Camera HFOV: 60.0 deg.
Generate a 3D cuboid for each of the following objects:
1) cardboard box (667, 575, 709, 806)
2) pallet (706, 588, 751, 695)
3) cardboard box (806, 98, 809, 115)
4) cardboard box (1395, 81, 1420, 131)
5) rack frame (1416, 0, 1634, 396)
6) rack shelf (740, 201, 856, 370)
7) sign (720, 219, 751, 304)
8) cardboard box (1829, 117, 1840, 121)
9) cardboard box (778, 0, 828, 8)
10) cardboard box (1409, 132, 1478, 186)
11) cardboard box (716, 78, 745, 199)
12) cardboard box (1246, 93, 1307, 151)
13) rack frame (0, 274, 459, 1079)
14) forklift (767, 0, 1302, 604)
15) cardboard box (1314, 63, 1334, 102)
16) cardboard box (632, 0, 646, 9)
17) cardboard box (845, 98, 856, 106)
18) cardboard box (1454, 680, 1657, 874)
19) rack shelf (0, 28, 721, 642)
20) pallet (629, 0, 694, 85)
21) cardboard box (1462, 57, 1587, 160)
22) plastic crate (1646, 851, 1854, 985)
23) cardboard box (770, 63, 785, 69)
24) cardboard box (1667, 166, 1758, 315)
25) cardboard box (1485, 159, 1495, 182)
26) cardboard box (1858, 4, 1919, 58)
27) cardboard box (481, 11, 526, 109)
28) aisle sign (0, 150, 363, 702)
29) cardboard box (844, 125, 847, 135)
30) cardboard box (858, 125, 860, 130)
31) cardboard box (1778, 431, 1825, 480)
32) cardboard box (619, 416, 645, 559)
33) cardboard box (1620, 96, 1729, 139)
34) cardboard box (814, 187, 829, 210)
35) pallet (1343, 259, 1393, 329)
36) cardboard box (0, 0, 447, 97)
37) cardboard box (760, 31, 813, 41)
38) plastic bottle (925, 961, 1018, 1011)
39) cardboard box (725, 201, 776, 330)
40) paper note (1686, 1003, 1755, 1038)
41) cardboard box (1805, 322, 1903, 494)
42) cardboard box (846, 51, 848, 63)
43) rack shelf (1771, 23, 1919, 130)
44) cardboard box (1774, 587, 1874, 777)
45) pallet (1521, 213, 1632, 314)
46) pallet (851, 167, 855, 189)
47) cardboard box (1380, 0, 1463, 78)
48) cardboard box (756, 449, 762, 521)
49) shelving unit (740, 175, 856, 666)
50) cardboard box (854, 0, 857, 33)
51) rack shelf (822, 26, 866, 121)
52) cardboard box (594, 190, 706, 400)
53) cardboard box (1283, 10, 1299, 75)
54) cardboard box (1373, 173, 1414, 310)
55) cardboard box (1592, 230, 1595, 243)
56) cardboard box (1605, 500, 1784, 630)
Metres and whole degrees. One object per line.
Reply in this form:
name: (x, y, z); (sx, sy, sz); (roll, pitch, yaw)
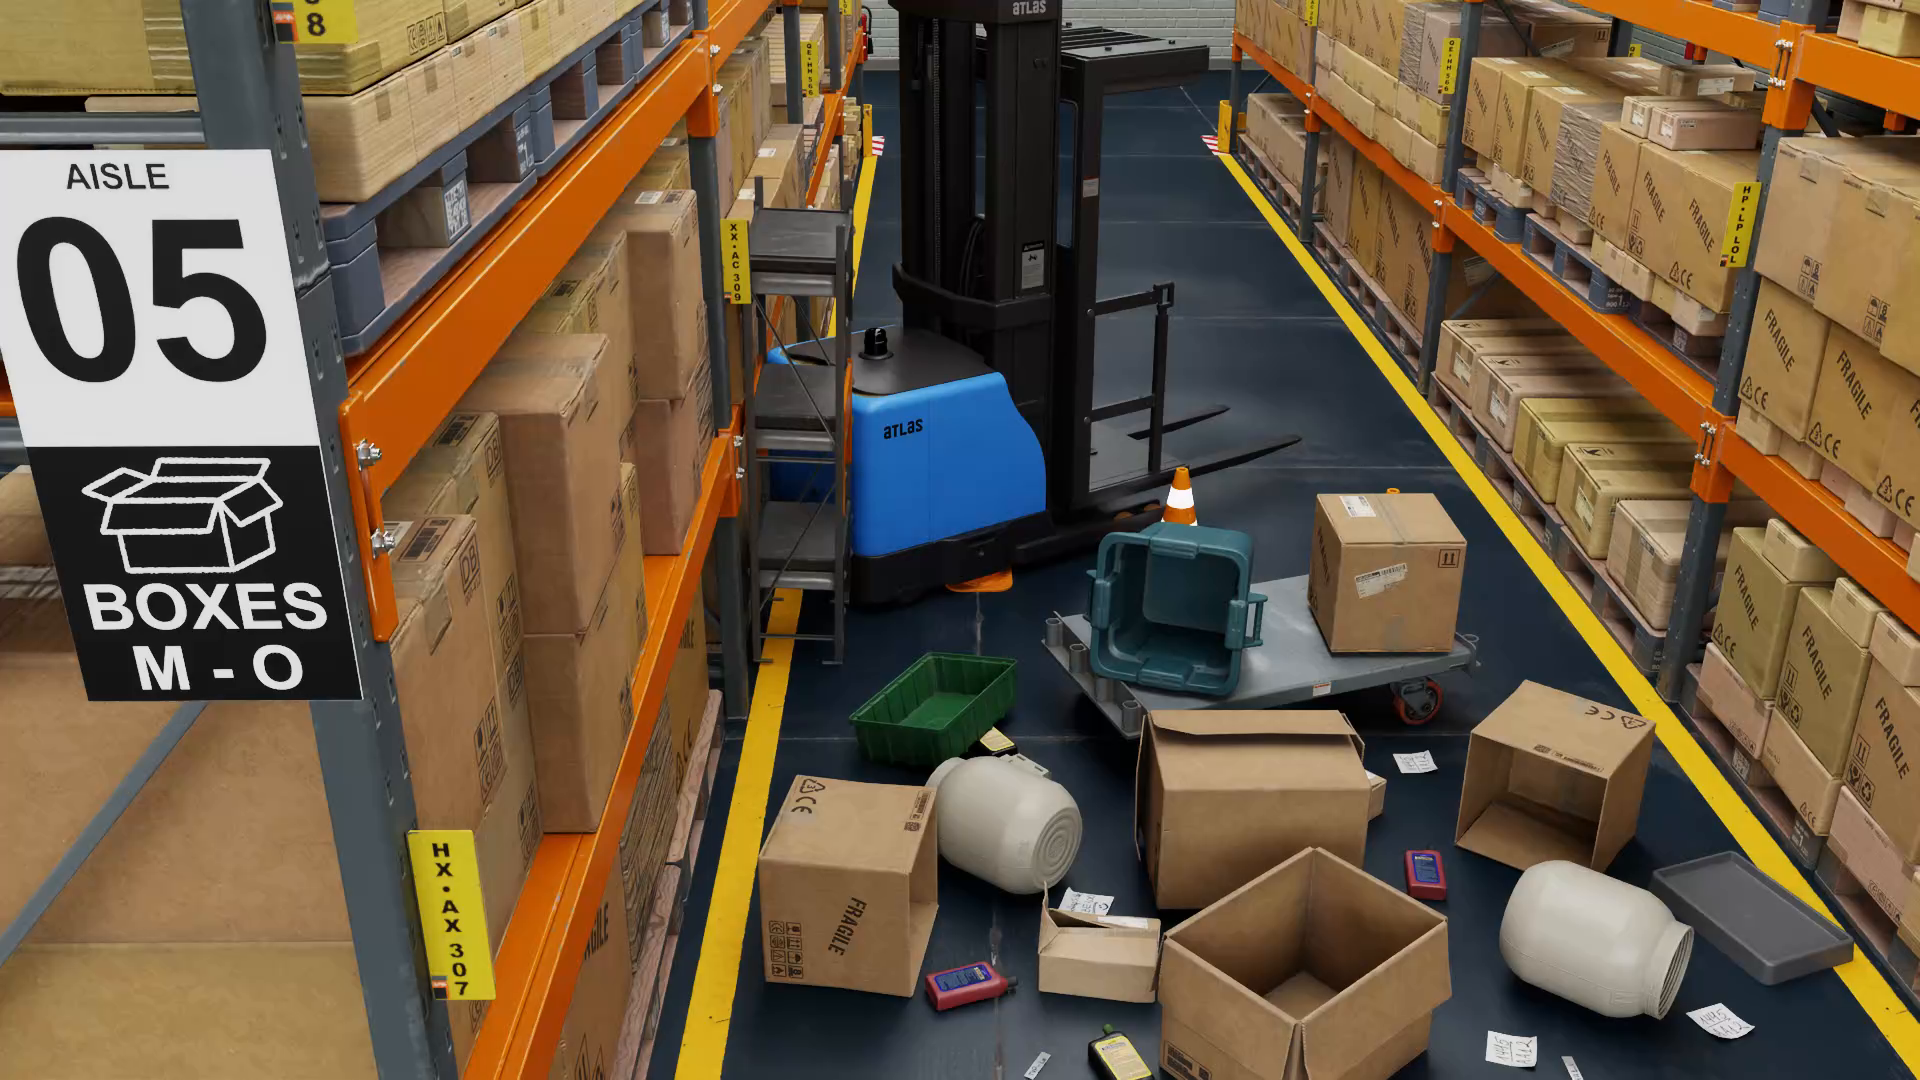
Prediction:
cardboard box: (-1.467, 0.417, 6.257); (0.875, 0.875, 0.875); (0, 24, 0)
pallet: (-1.487, 0.334, 7.756); (1.003, 0.211, 1.213); (0, 24, -1)
cardboard box: (-1.267, -3.076, 11.706); (0.380, 0.149, 0.250); (0, 24, 0)
cardboard box: (3.233, -2.900, 11.098); (0.500, 0.250, 0.500); (-1, 24, -2)
rack frame: (3.502, -2.331, 10.265); (1.000, 3.000, 0.127); (0, 24, -1)
rack shelf: (-0.655, -1.039, 6.768); (0.431, 0.518, 0.480); (2, 33, -1)
sign: (-0.849, -1.053, 6.291); (0.100, 0.325, 0.005); (0, 24, -1)
cardboard box: (8.166, -3.881, 16.215); (0.500, 0.500, 0.500); (0, 24, 0)
cardboard box: (-1.252, -4.739, 13.893); (0.500, 0.500, 0.500); (0, 24, 1)
cardboard box: (3.236, -2.470, 10.754); (0.500, 0.250, 0.500); (-1, 24, -2)
cardboard box: (-1.432, -1.953, 8.094); (0.700, 0.500, 0.500); (0, 24, -1)
cardboard box: (3.521, -4.380, 17.394); (0.875, 0.438, 0.875); (-1, 24, -2)
rack frame: (-1.360, 1.029, 2.835); (1.000, 3.000, 0.127); (0, 24, -1)
forklift: (0.518, -1.480, 8.465); (3.031, 2.935, 1.130); (-16, 29, -31)
cardboard box: (3.199, -3.729, 13.536); (0.500, 0.250, 0.500); (-1, 24, -2)
cardboard box: (-1.068, -1.541, 4.551); (0.380, 0.149, 0.250); (0, 24, 0)
cardboard box: (-1.275, -4.510, 17.311); (0.380, 0.149, 0.250); (0, 24, 0)
cardboard box: (2.196, 0.902, 6.145); (0.500, 0.500, 0.500); (19, 30, 35)
rack shelf: (-1.382, -0.834, 4.187); (1.077, 0.370, 4.000); (0, 24, -1)
pallet: (-1.405, -1.608, 5.134); (1.003, 0.211, 1.213); (0, 24, -1)
cardboard box: (3.275, -2.517, 9.684); (0.500, 0.500, 0.500); (-1, 24, -2)
plastic crate: (2.742, 1.298, 5.783); (0.402, 0.080, 0.583); (-9, 26, -19)
cardboard box: (-1.262, -3.018, 10.857); (0.380, 0.149, 0.250); (0, 24, -1)
cardboard box: (3.311, -1.245, 6.870); (0.500, 0.500, 0.500); (-1, 24, -2)
cardboard box: (3.289, -2.157, 9.674); (0.380, 0.149, 0.250); (-2, 24, -4)
cardboard box: (3.248, -1.698, 5.528); (0.380, 0.149, 0.250); (0, 24, -1)
cardboard box: (-1.052, -0.915, 3.168); (0.380, 0.149, 0.250); (0, 24, 0)
aisle sign: (-1.059, -0.127, 2.237); (0.394, 0.787, 0.004); (0, 24, -1)
cardboard box: (-1.279, -3.866, 15.886); (0.380, 0.149, 0.250); (0, 24, 0)
cardboard box: (-1.243, -4.376, 17.374); (0.380, 0.149, 0.250); (-1, 24, -2)
cardboard box: (3.282, -0.333, 6.152); (0.380, 0.149, 0.250); (0, 24, 1)
cardboard box: (-1.471, -0.086, 5.118); (0.875, 0.550, 0.550); (0, 24, -1)
cardboard box: (3.267, -1.937, 7.614); (0.380, 0.149, 0.250); (-1, 24, -3)
cardboard box: (-1.211, -2.360, 11.941); (0.500, 0.250, 0.500); (0, 24, 0)
pallet: (3.558, -1.887, 12.667); (1.003, 0.211, 1.213); (0, 24, -1)
cardboard box: (-1.108, -0.842, 2.521); (0.500, 0.250, 0.500); (0, 24, -1)
cardboard box: (-1.284, -3.672, 12.303); (0.380, 0.149, 0.250); (-1, 24, -2)
plastic bottle: (0.039, 1.455, 5.458); (0.283, 0.061, 0.133); (-9, 26, -19)
cardboard box: (-1.149, -1.297, 7.856); (0.500, 0.500, 0.500); (0, 24, -1)
paper note: (2.433, 1.536, 5.317); (0.142, 0.019, 0.148); (-9, 26, -19)
cardboard box: (3.300, -0.475, 5.678); (0.500, 0.500, 0.500); (0, 24, -1)
cardboard box: (-1.230, -4.462, 15.280); (0.380, 0.149, 0.250); (1, 24, 2)
rack shelf: (3.567, -0.898, 4.328); (1.077, 0.370, 4.000); (0, 24, -1)
cardboard box: (3.299, 0.502, 5.918); (0.500, 0.500, 0.500); (1, 24, 2)
pallet: (3.564, -1.428, 8.501); (1.003, 0.211, 1.213); (0, 24, -1)
pallet: (-1.550, -3.426, 16.068); (1.003, 0.211, 1.213); (0, 24, -1)
cardboard box: (3.222, -3.460, 11.426); (0.500, 0.500, 0.500); (0, 24, -1)
cardboard box: (-1.507, -0.438, 8.300); (1.050, 0.750, 0.750); (0, 24, -1)
shelving unit: (-0.684, -0.461, 7.137); (0.431, 2.100, 0.503); (2, 33, -1)
cardboard box: (-1.257, -5.140, 15.992); (0.500, 0.500, 0.500); (0, 24, 0)
rack shelf: (-1.513, -4.412, 15.738); (1.077, 0.370, 4.000); (0, 24, -1)
cardboard box: (-1.312, -0.801, 5.389); (0.875, 0.550, 0.550); (0, 24, -1)
cardboard box: (3.186, -4.427, 14.777); (0.500, 0.500, 0.500); (-1, 24, -2)
cardboard box: (3.571, -2.207, 12.059); (0.875, 0.875, 0.875); (0, 24, 0)
cardboard box: (3.367, -1.500, 8.222); (0.380, 0.149, 0.250); (-1, 24, -2)
cardboard box: (3.537, 0.107, 7.553); (0.950, 0.372, 0.625); (0, 24, 0)
